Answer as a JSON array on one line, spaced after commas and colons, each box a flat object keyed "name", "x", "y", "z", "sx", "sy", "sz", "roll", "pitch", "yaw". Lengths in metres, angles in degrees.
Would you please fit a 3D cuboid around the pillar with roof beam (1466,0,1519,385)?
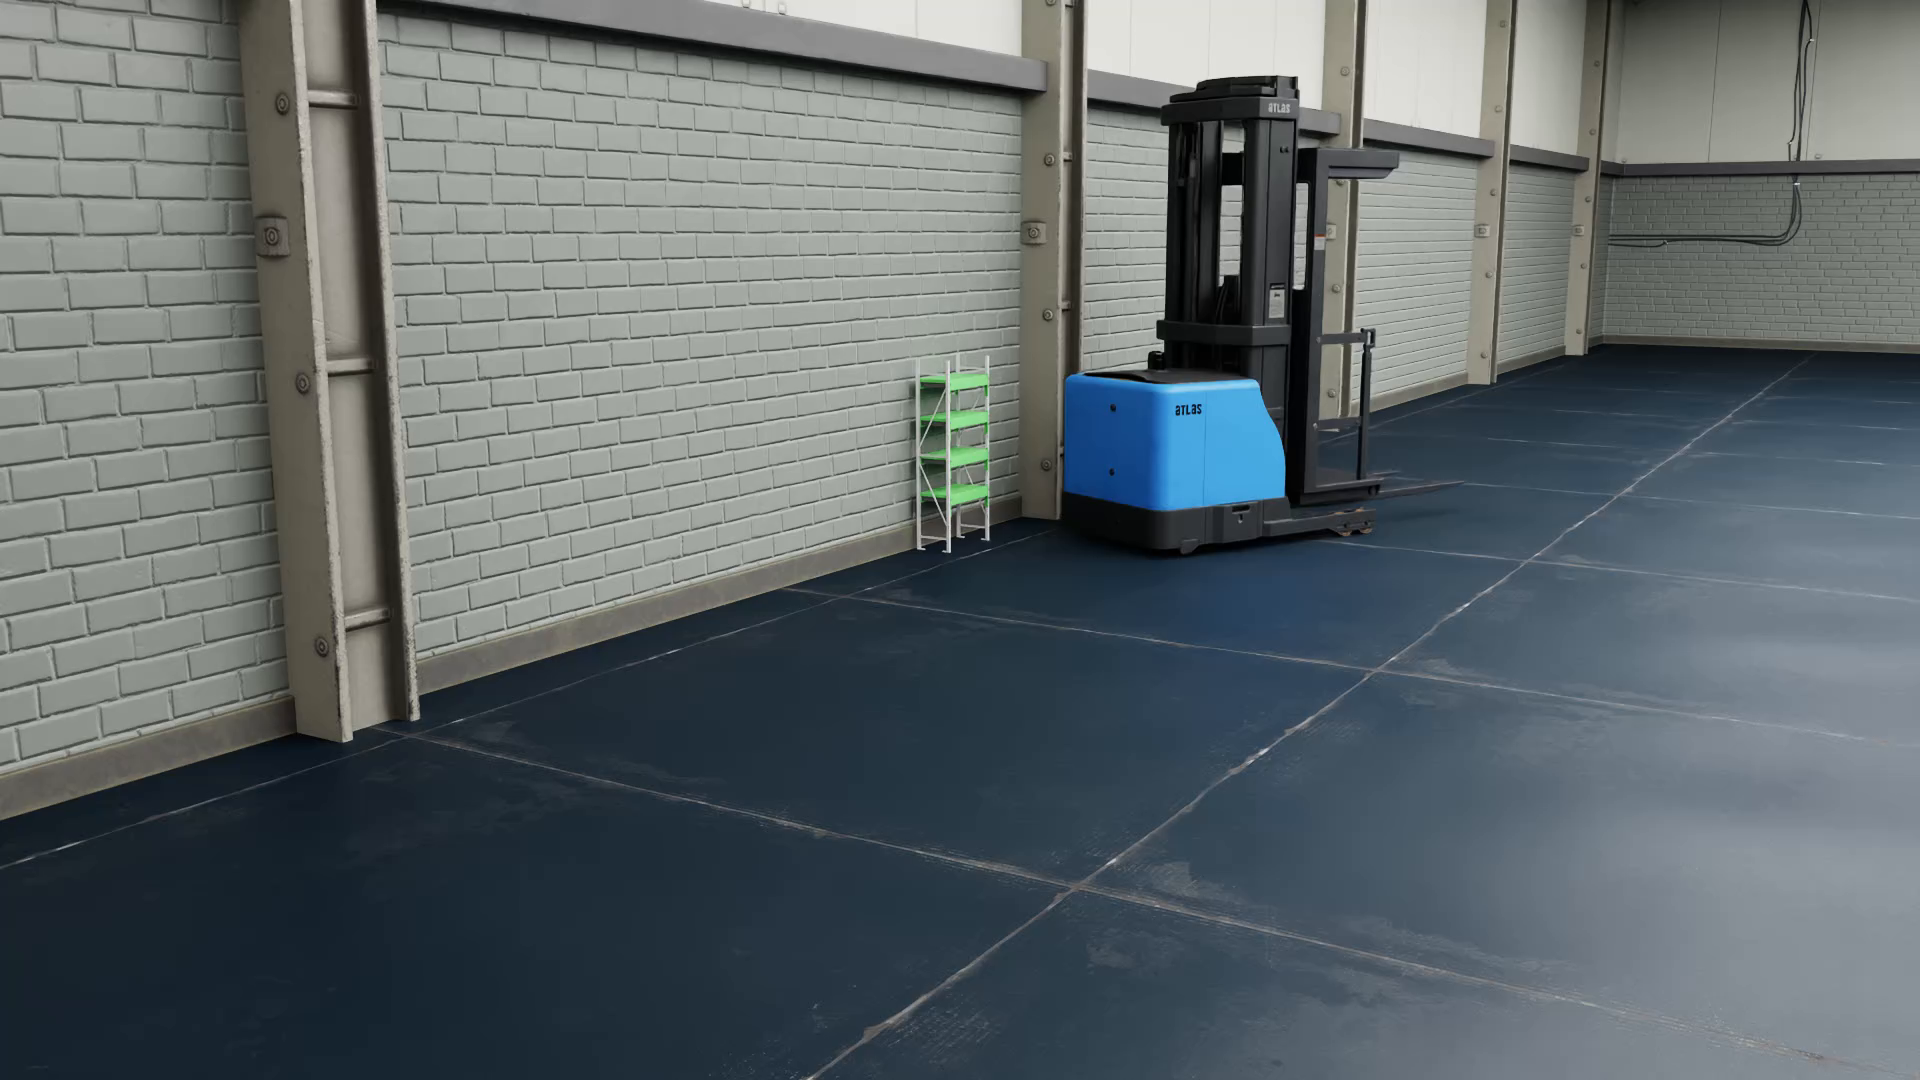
[{"name": "pillar with roof beam", "x": 10.550, "y": -6.086, "z": 18.922, "sx": 9.100, "sy": 9.000, "sz": 0.400, "roll": 6, "pitch": 12, "yaw": 31}]

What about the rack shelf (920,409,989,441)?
[{"name": "rack shelf", "x": -0.044, "y": -0.733, "z": 10.563, "sx": 0.258, "sy": 0.148, "sz": 0.480, "roll": 6, "pitch": 12, "yaw": 30}]

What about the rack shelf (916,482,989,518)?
[{"name": "rack shelf", "x": -0.042, "y": -0.261, "z": 10.650, "sx": 0.258, "sy": 0.148, "sz": 0.480, "roll": 6, "pitch": 12, "yaw": 30}]

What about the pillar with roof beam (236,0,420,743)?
[{"name": "pillar with roof beam", "x": 1.205, "y": -3.255, "z": 3.801, "sx": 9.100, "sy": 9.000, "sz": 0.400, "roll": 6, "pitch": 12, "yaw": 31}]

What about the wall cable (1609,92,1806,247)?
[{"name": "wall cable", "x": 12.646, "y": -6.251, "z": 28.245, "sx": 3.097, "sy": 2.526, "sz": 0.112, "roll": 6, "pitch": 12, "yaw": 31}]

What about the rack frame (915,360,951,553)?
[{"name": "rack frame", "x": -0.168, "y": -0.521, "z": 10.389, "sx": 0.240, "sy": 1.200, "sz": 0.015, "roll": 6, "pitch": 12, "yaw": 30}]

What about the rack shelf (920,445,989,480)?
[{"name": "rack shelf", "x": -0.043, "y": -0.497, "z": 10.607, "sx": 0.258, "sy": 0.148, "sz": 0.480, "roll": 6, "pitch": 12, "yaw": 30}]

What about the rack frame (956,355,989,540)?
[{"name": "rack frame", "x": 0.081, "y": -0.598, "z": 10.801, "sx": 0.240, "sy": 1.200, "sz": 0.015, "roll": 6, "pitch": 12, "yaw": 30}]

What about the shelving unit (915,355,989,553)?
[{"name": "shelving unit", "x": -0.044, "y": -0.560, "z": 10.595, "sx": 0.258, "sy": 1.200, "sz": 0.503, "roll": 6, "pitch": 12, "yaw": 30}]

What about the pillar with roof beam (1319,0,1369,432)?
[{"name": "pillar with roof beam", "x": 7.435, "y": -5.142, "z": 13.881, "sx": 9.100, "sy": 9.000, "sz": 0.400, "roll": 6, "pitch": 12, "yaw": 31}]

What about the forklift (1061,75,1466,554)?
[{"name": "forklift", "x": 2.176, "y": -1.537, "z": 11.113, "sx": 3.031, "sy": 2.935, "sz": 1.130, "roll": -7, "pitch": 13, "yaw": -33}]

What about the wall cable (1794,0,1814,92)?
[{"name": "wall cable", "x": 14.958, "y": -8.475, "z": 26.400, "sx": 3.097, "sy": 2.526, "sz": 0.112, "roll": 6, "pitch": 12, "yaw": 31}]

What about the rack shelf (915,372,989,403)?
[{"name": "rack shelf", "x": -0.045, "y": -0.969, "z": 10.519, "sx": 0.258, "sy": 0.148, "sz": 0.480, "roll": 6, "pitch": 12, "yaw": 30}]

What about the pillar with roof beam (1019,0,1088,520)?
[{"name": "pillar with roof beam", "x": 4.320, "y": -4.199, "z": 8.841, "sx": 9.100, "sy": 9.000, "sz": 0.400, "roll": 6, "pitch": 12, "yaw": 31}]

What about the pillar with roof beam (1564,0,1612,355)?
[{"name": "pillar with roof beam", "x": 13.666, "y": -7.029, "z": 23.962, "sx": 9.100, "sy": 9.000, "sz": 0.400, "roll": 6, "pitch": 12, "yaw": 31}]
